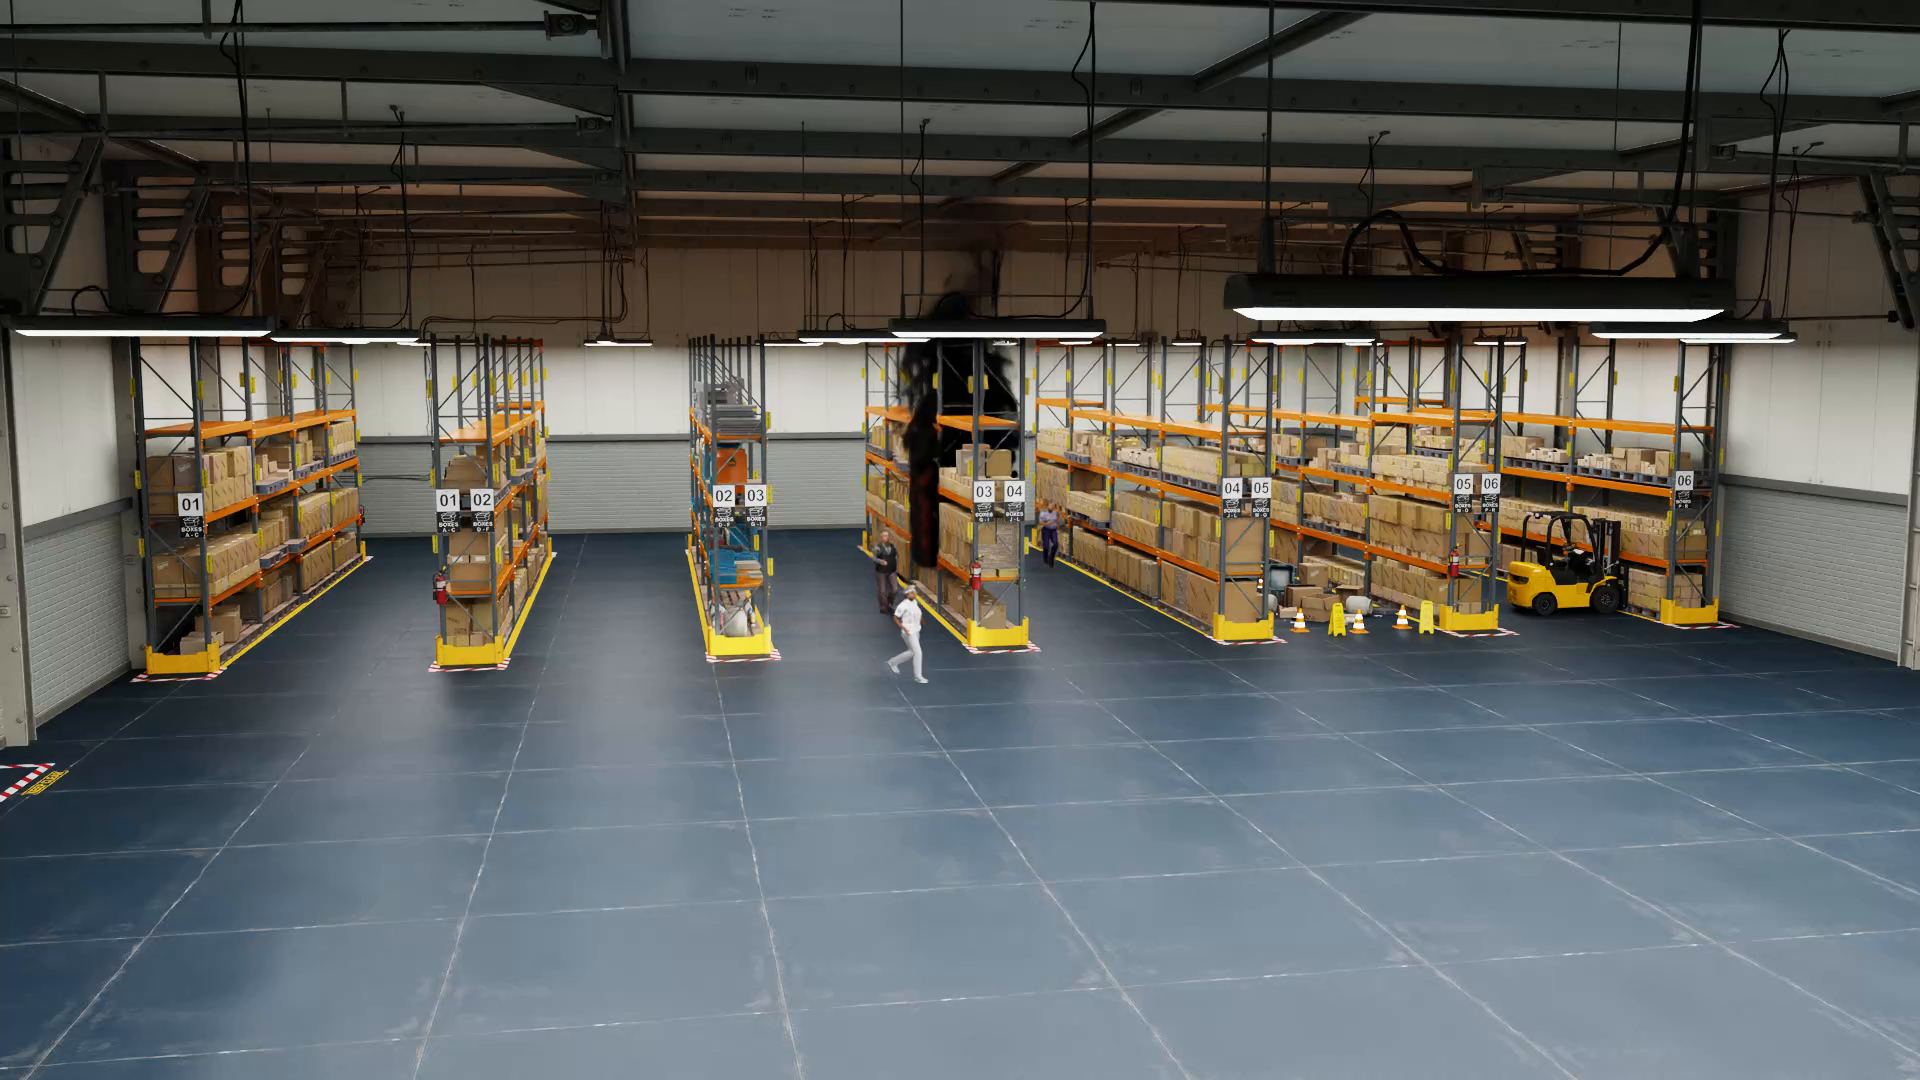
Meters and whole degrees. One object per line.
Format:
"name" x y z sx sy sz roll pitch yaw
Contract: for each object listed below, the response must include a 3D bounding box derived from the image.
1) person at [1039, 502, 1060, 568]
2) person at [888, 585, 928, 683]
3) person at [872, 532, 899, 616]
"person" 2.294 -0.138 42.320 0.633 1.694 0.778 -2 7 -17
"person" -0.892 1.604 28.784 0.779 1.703 0.563 3 7 27
"person" -1.479 0.708 34.073 0.638 1.753 0.647 -3 7 -22
